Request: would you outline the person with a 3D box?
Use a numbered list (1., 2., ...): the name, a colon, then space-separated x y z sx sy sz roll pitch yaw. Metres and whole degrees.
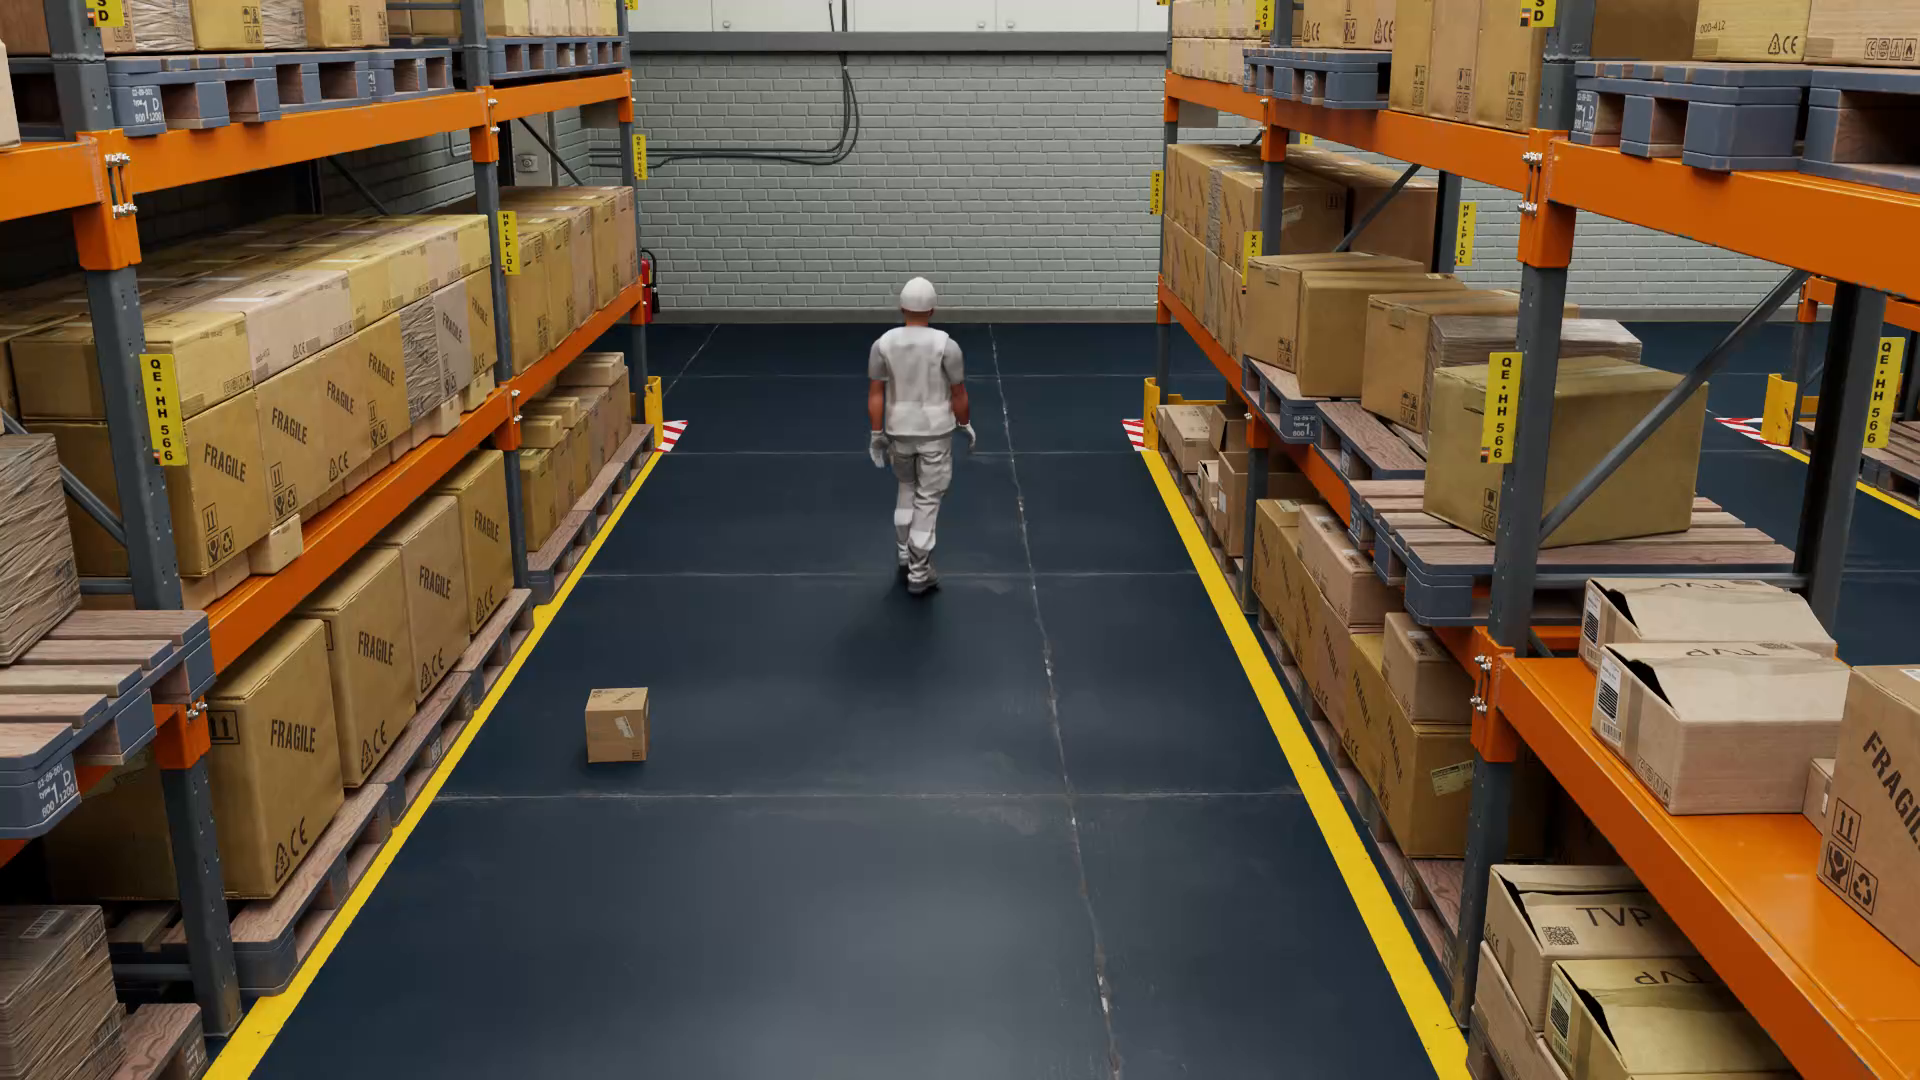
1. person: -0.205 -0.579 9.427 0.538 1.841 0.528 5 18 17
